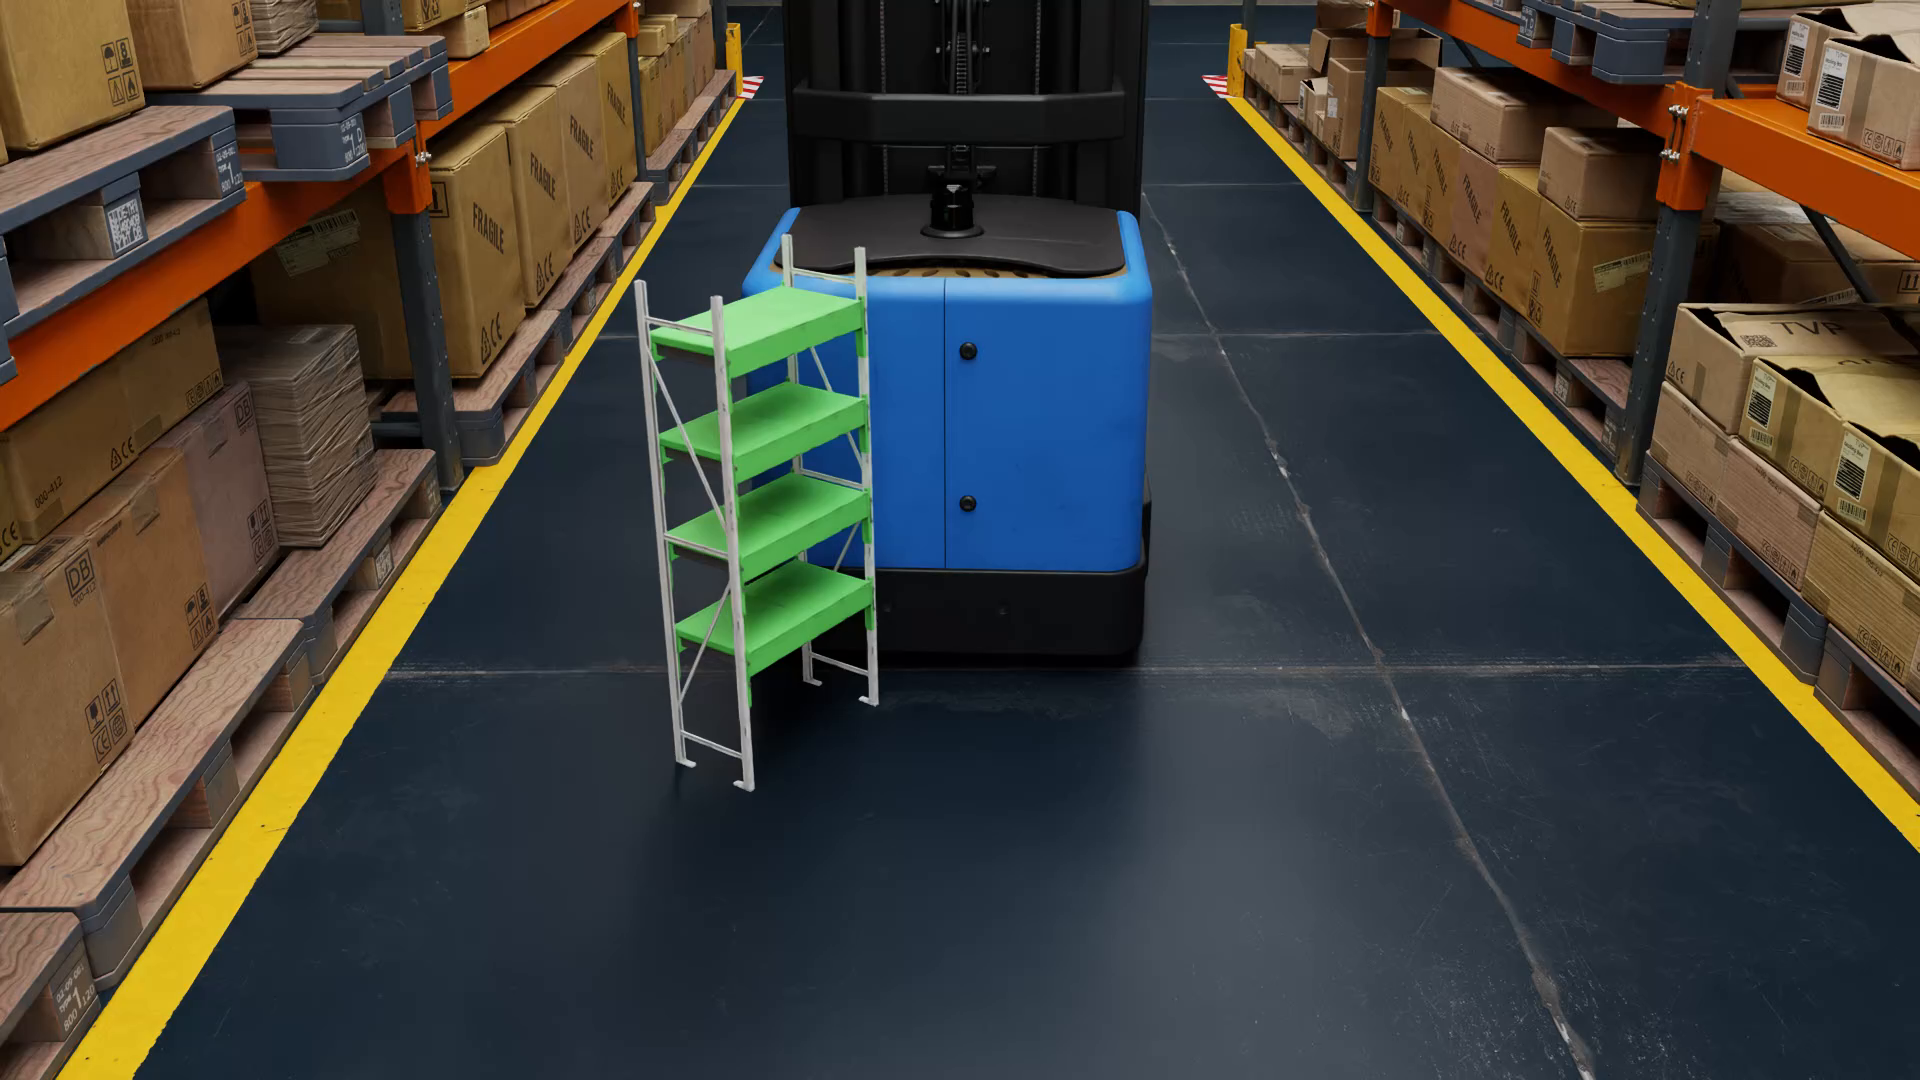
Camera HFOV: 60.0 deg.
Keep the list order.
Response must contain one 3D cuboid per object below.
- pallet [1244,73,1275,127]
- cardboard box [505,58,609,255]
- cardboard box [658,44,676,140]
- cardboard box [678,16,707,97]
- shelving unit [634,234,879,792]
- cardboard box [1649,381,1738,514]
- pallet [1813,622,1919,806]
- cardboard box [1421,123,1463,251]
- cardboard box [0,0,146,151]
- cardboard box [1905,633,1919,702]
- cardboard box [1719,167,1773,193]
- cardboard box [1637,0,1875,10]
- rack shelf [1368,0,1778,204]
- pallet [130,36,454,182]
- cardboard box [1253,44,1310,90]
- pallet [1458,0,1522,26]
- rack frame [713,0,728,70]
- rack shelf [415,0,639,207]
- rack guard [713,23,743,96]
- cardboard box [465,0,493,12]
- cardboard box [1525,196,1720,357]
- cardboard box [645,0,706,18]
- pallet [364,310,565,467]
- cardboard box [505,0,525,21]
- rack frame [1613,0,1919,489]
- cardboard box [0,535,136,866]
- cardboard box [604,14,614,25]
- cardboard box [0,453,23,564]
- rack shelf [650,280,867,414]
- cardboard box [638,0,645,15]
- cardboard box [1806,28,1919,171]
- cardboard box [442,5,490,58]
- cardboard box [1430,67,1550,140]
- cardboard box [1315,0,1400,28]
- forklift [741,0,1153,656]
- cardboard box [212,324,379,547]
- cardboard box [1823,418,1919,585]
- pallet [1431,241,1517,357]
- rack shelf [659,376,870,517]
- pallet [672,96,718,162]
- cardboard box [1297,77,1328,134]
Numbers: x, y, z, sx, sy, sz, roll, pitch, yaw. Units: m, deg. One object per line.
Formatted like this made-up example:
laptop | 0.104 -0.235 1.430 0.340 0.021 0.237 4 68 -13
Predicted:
pallet | 2.679 -3.233 12.143 1.003 0.211 1.213 0 24 -1
cardboard box | -2.091 -1.770 7.623 0.750 0.750 0.750 0 24 1
cardboard box | -2.149 -2.760 10.236 0.700 0.500 0.500 0 24 -1
cardboard box | -2.171 -3.398 11.647 0.700 0.500 0.500 0 24 -1
shelving unit | -0.455 -0.065 3.936 0.258 1.200 0.503 15 29 31
cardboard box | 2.468 -0.289 5.075 0.500 0.250 0.500 0 24 -1
pallet | 2.736 0.544 3.791 1.003 0.211 1.213 0 24 -1
cardboard box | 2.489 -1.651 7.760 0.500 0.500 0.500 0 24 0
cardboard box | -2.146 -1.083 3.348 0.700 0.500 0.500 0 24 -1
cardboard box | 2.491 0.344 3.676 0.500 0.250 0.500 0 24 1
cardboard box | 3.025 -1.240 6.851 0.500 0.500 0.500 -1 24 -1
cardboard box | 2.636 -2.063 5.541 0.700 0.500 0.500 -9 26 -18
rack shelf | 2.734 -2.064 7.046 1.077 0.370 4.000 0 24 -1
pallet | -2.083 -1.163 4.414 1.213 0.211 1.003 0 24 -1
cardboard box | 2.396 -3.380 11.886 0.500 0.250 0.500 0 24 -1
pallet | 2.730 -2.281 6.887 1.003 0.211 1.213 0 24 -1
rack frame | -2.285 -4.840 12.311 1.000 3.000 0.127 0 24 -1
rack shelf | -2.219 -2.040 6.993 1.077 0.370 4.000 0 24 -1
rack guard | -2.285 -3.711 12.848 1.175 0.500 0.348 0 24 -1
cardboard box | -1.943 -2.151 5.859 0.500 0.500 0.500 1 24 1
cardboard box | 2.511 -1.013 6.349 0.500 0.500 0.500 1 24 2
cardboard box | -1.990 -3.742 11.621 0.380 0.149 0.250 0 24 1
pallet | -2.131 -0.598 6.316 1.003 0.211 1.213 0 24 -1
cardboard box | -1.997 -2.207 6.770 0.380 0.149 0.250 0 24 0
rack frame | 2.756 -1.567 5.075 1.000 3.000 0.127 0 24 -1
cardboard box | -2.199 0.317 3.409 0.700 0.500 0.500 0 24 0
cardboard box | -2.357 -3.217 10.460 0.380 0.149 0.250 0 24 0
cardboard box | -2.196 0.003 3.194 0.500 0.250 0.500 -1 24 -2
rack shelf | -0.457 -0.445 3.766 0.258 0.148 0.480 15 29 31
cardboard box | -2.370 -3.639 11.392 0.380 0.149 0.250 0 24 0
cardboard box | 2.572 -1.157 4.277 0.500 0.311 0.500 -1 24 -1
cardboard box | -1.882 -1.789 5.845 0.380 0.149 0.250 0 24 1
cardboard box | 2.485 -2.006 7.635 0.500 0.250 0.500 0 24 0
cardboard box | 2.921 -3.702 12.295 0.500 0.500 0.500 0 24 -1
forklift | 0.027 -1.594 5.218 1.130 2.935 3.031 1 24 2
cardboard box | -2.137 -0.309 4.792 0.700 0.500 0.500 0 24 0
cardboard box | 2.486 -0.118 4.016 0.500 0.311 0.500 -1 24 -2
pallet | 2.775 -1.106 7.439 1.003 0.211 1.213 0 24 -1
rack shelf | -0.456 -0.226 3.864 0.258 0.148 0.480 15 29 31
pallet | -2.187 -2.739 11.049 1.003 0.211 1.213 0 24 -1
cardboard box | 2.414 -2.733 10.383 0.500 0.311 0.500 0 24 -1
